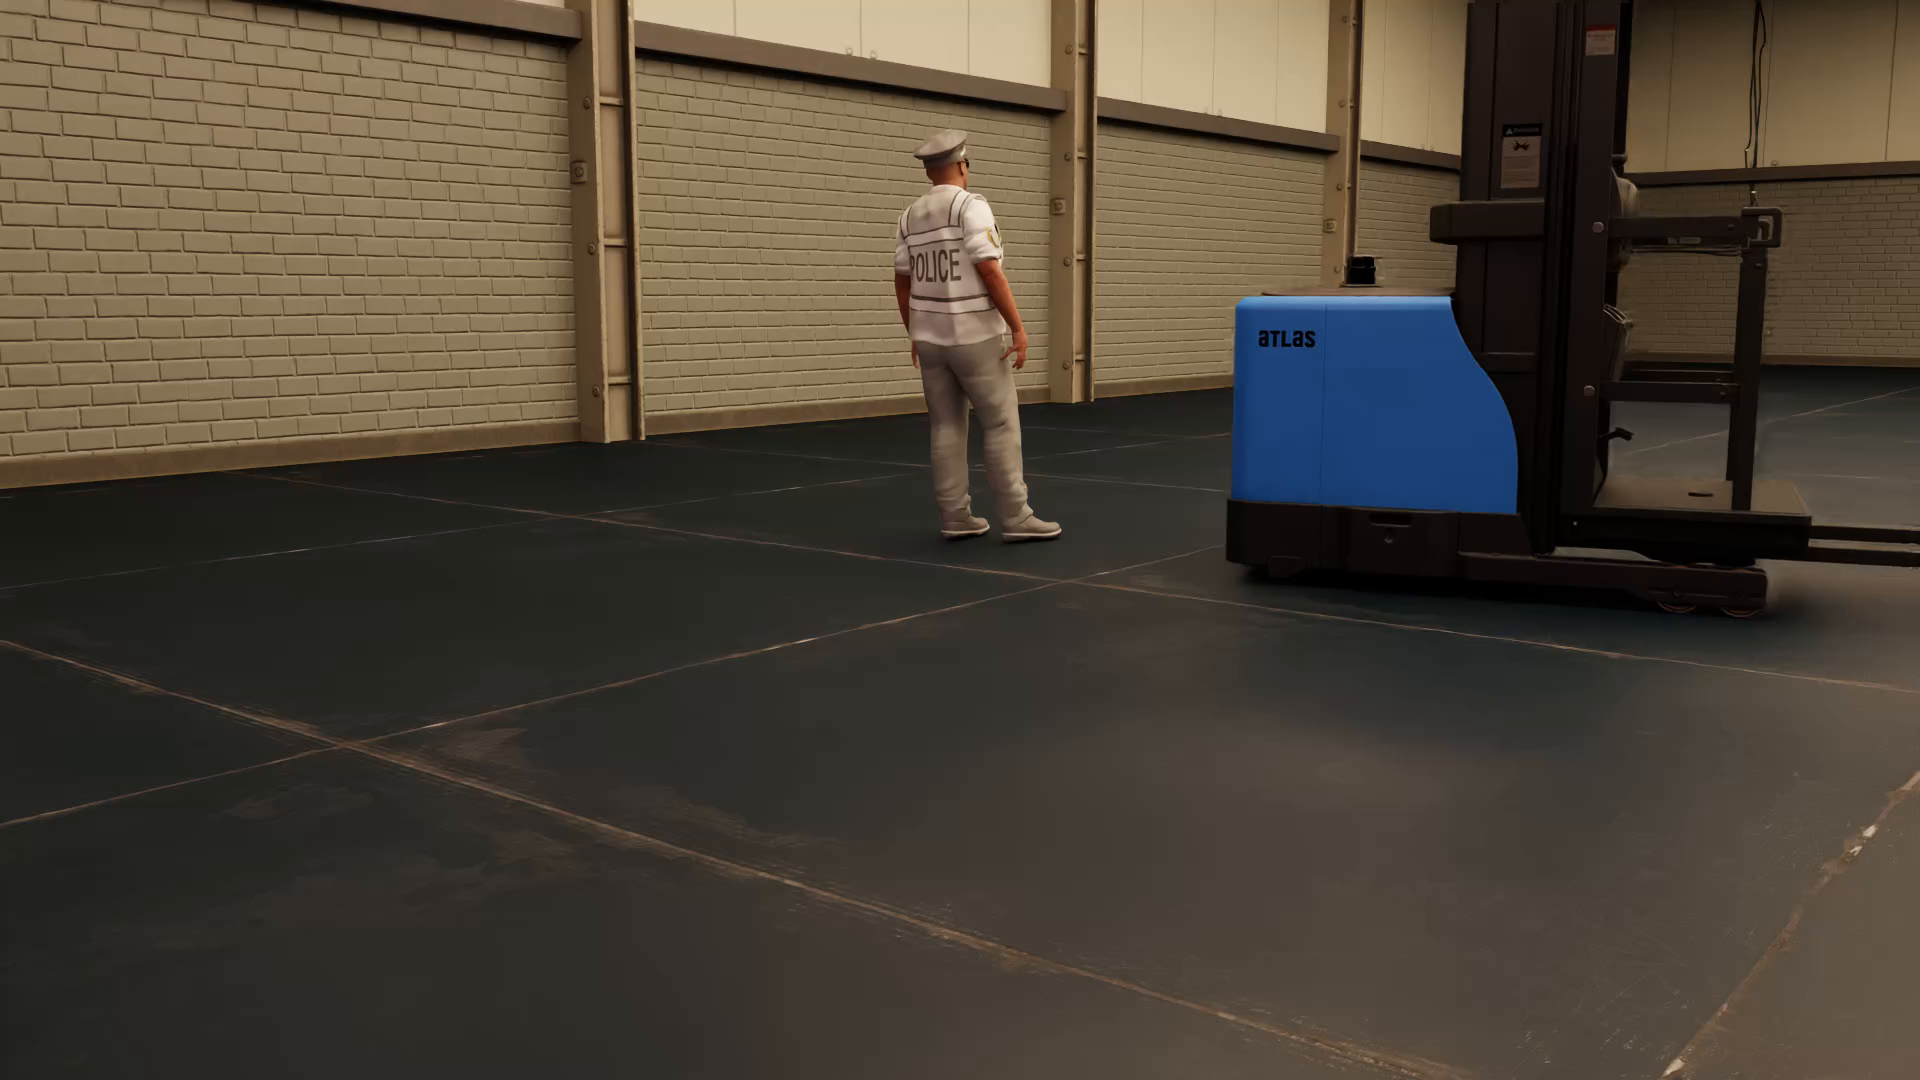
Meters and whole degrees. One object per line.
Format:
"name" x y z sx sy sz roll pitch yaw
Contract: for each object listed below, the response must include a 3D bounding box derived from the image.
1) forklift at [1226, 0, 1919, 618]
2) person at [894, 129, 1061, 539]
"forklift" 2.584 -1.275 5.994 3.031 2.935 1.130 4 9 23
"person" 0.058 -0.896 7.327 0.640 1.781 0.575 7 11 38
